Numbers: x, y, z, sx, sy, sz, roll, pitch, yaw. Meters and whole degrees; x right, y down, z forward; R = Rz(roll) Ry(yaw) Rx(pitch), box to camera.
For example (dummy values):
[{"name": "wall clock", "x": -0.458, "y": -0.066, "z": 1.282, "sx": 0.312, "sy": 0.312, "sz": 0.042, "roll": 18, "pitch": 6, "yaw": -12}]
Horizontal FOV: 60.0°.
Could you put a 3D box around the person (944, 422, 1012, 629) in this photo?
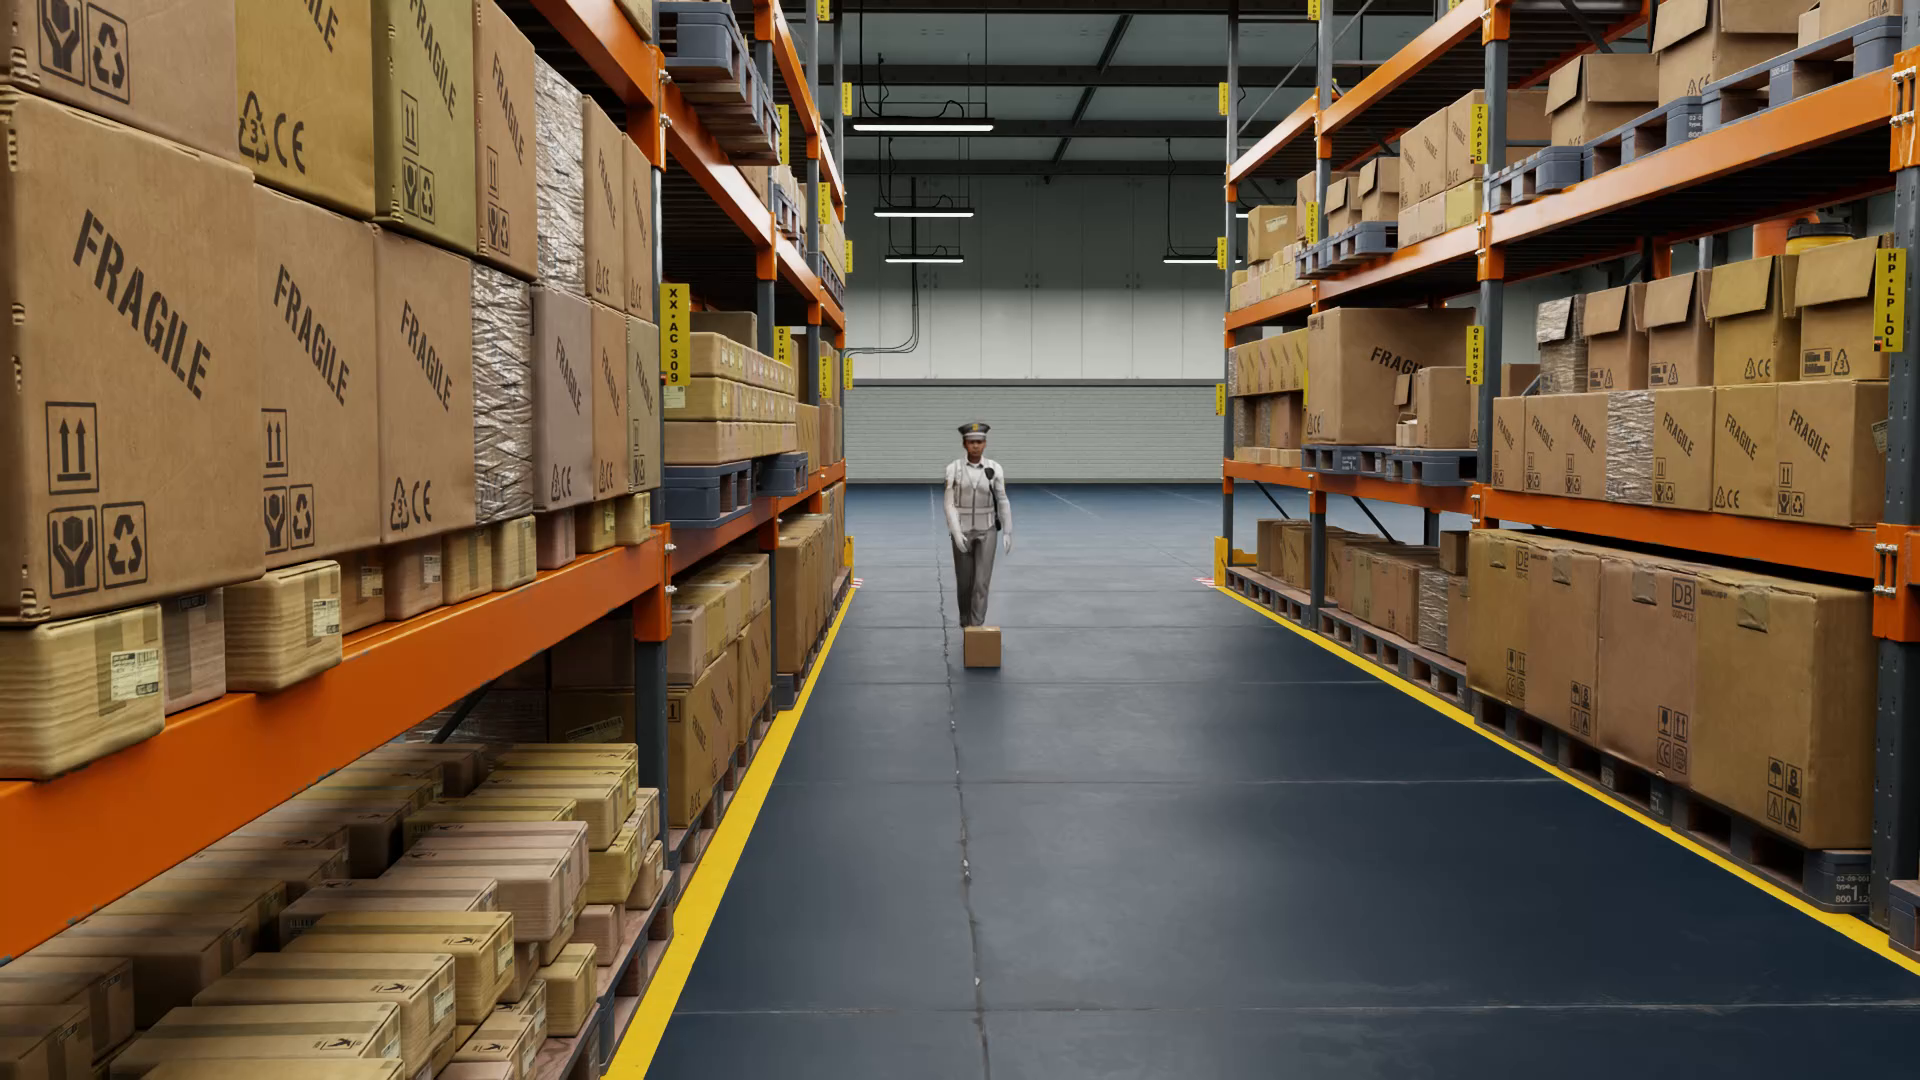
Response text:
[{"name": "person", "x": 0.135, "y": -0.047, "z": 12.484, "sx": 0.508, "sy": 1.671, "sz": 0.712, "roll": 0, "pitch": 4, "yaw": 3}]
